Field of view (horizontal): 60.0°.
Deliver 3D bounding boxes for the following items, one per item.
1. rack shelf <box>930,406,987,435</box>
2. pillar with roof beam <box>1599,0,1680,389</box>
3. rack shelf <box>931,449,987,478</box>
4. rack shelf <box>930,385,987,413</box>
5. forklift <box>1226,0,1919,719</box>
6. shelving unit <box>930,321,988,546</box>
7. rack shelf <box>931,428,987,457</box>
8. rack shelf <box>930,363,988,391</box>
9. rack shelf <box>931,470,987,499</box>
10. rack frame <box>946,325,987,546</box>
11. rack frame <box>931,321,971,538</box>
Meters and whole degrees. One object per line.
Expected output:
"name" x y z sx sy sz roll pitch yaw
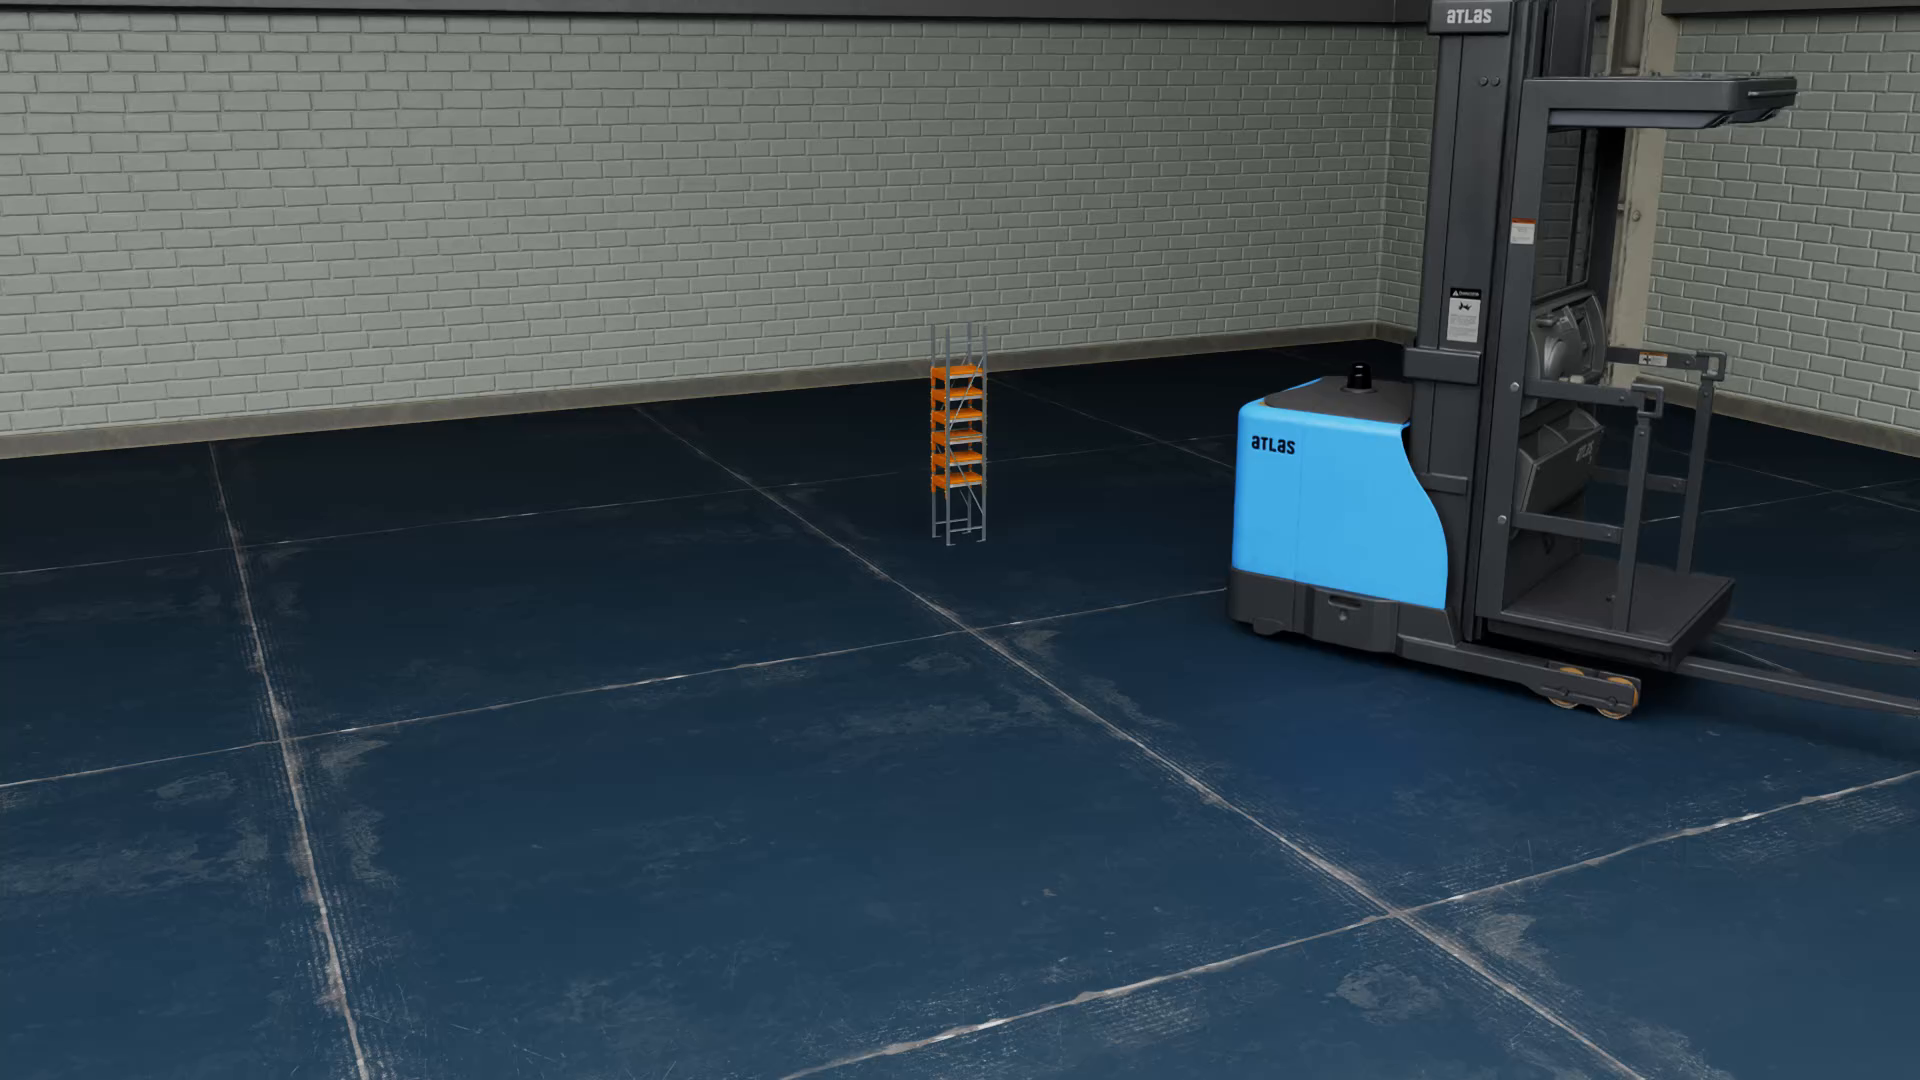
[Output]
"rack shelf" -0.006 -0.653 9.077 0.258 0.103 0.180 -8 18 -25
"pillar with roof beam" 1.315 -4.994 10.339 9.100 9.000 0.400 -8 18 -25
"rack shelf" -0.006 -0.422 9.143 0.258 0.103 0.180 -8 18 -25
"rack shelf" -0.006 -0.768 9.044 0.258 0.103 0.180 -8 18 -25
"forklift" 2.730 -0.851 6.903 3.031 2.935 1.130 12 20 35
"shelving unit" -0.006 -0.580 9.098 0.258 1.200 0.189 -8 18 -25
"rack shelf" -0.006 -0.538 9.110 0.258 0.103 0.180 -8 18 -25
"rack shelf" -0.006 -0.884 9.011 0.258 0.103 0.180 -8 18 -25
"rack shelf" -0.006 -0.307 9.176 0.258 0.103 0.180 -8 18 -25
"rack frame" 0.034 -0.558 9.019 0.240 1.200 0.006 -8 18 -25
"rack frame" -0.046 -0.603 9.177 0.240 1.200 0.006 -8 18 -25
